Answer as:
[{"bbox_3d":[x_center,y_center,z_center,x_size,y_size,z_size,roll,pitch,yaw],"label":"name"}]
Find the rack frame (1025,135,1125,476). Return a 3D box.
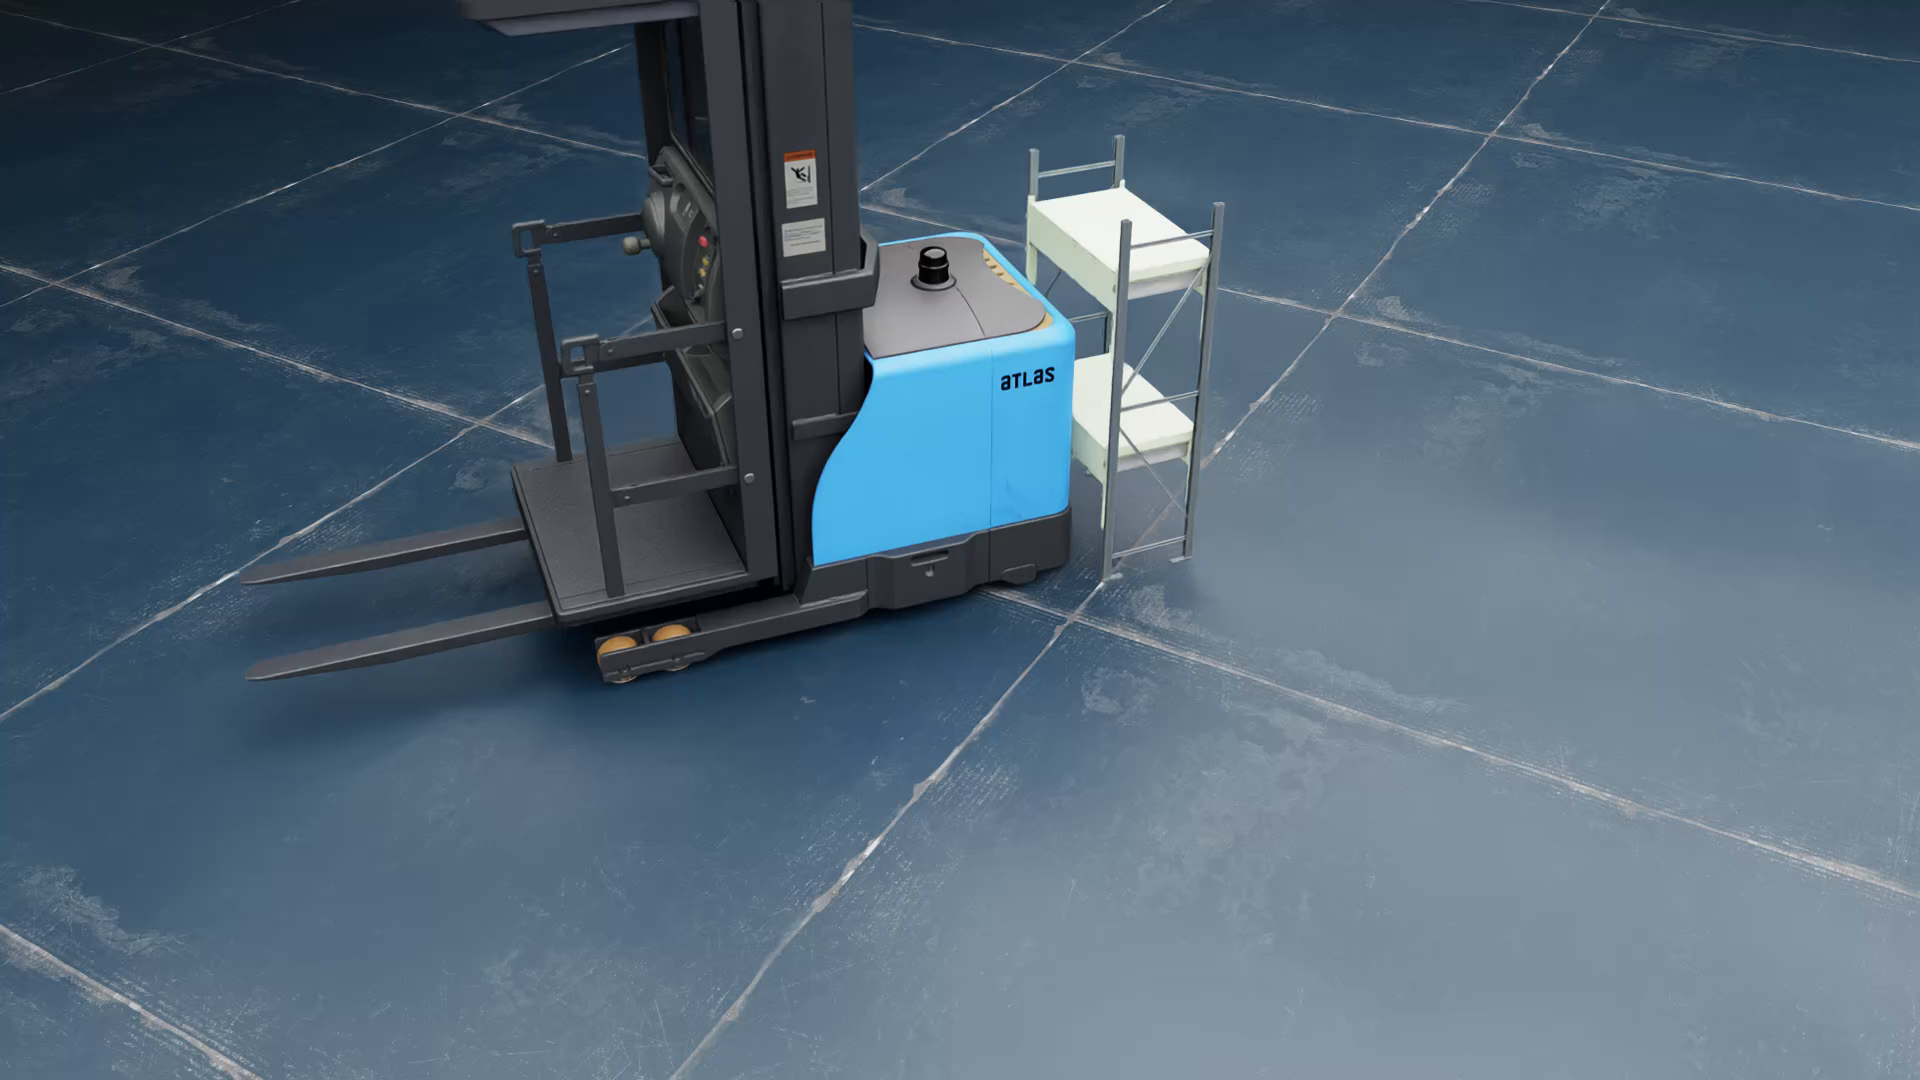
[{"bbox_3d":[0.444,-0.881,6.720,0.400,1.500,0.023,-14,36,-19],"label":"rack frame"}]

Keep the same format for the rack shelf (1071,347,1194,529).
[{"bbox_3d":[0.591,-0.424,6.622,0.431,0.370,0.720,-14,36,-19],"label":"rack shelf"}]

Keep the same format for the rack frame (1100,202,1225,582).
[{"bbox_3d":[0.737,-0.509,6.162,0.400,1.500,0.023,-14,36,-19],"label":"rack frame"}]

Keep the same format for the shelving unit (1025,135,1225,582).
[{"bbox_3d":[0.591,-0.695,6.441,0.431,1.500,0.755,-14,36,-19],"label":"shelving unit"}]

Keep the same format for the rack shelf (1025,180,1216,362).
[{"bbox_3d":[0.591,-1.020,6.225,0.431,0.370,0.720,-14,36,-19],"label":"rack shelf"}]

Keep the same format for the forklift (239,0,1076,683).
[{"bbox_3d":[-1.137,-1.038,5.665,3.031,2.935,1.130,-12,36,-18],"label":"forklift"}]
